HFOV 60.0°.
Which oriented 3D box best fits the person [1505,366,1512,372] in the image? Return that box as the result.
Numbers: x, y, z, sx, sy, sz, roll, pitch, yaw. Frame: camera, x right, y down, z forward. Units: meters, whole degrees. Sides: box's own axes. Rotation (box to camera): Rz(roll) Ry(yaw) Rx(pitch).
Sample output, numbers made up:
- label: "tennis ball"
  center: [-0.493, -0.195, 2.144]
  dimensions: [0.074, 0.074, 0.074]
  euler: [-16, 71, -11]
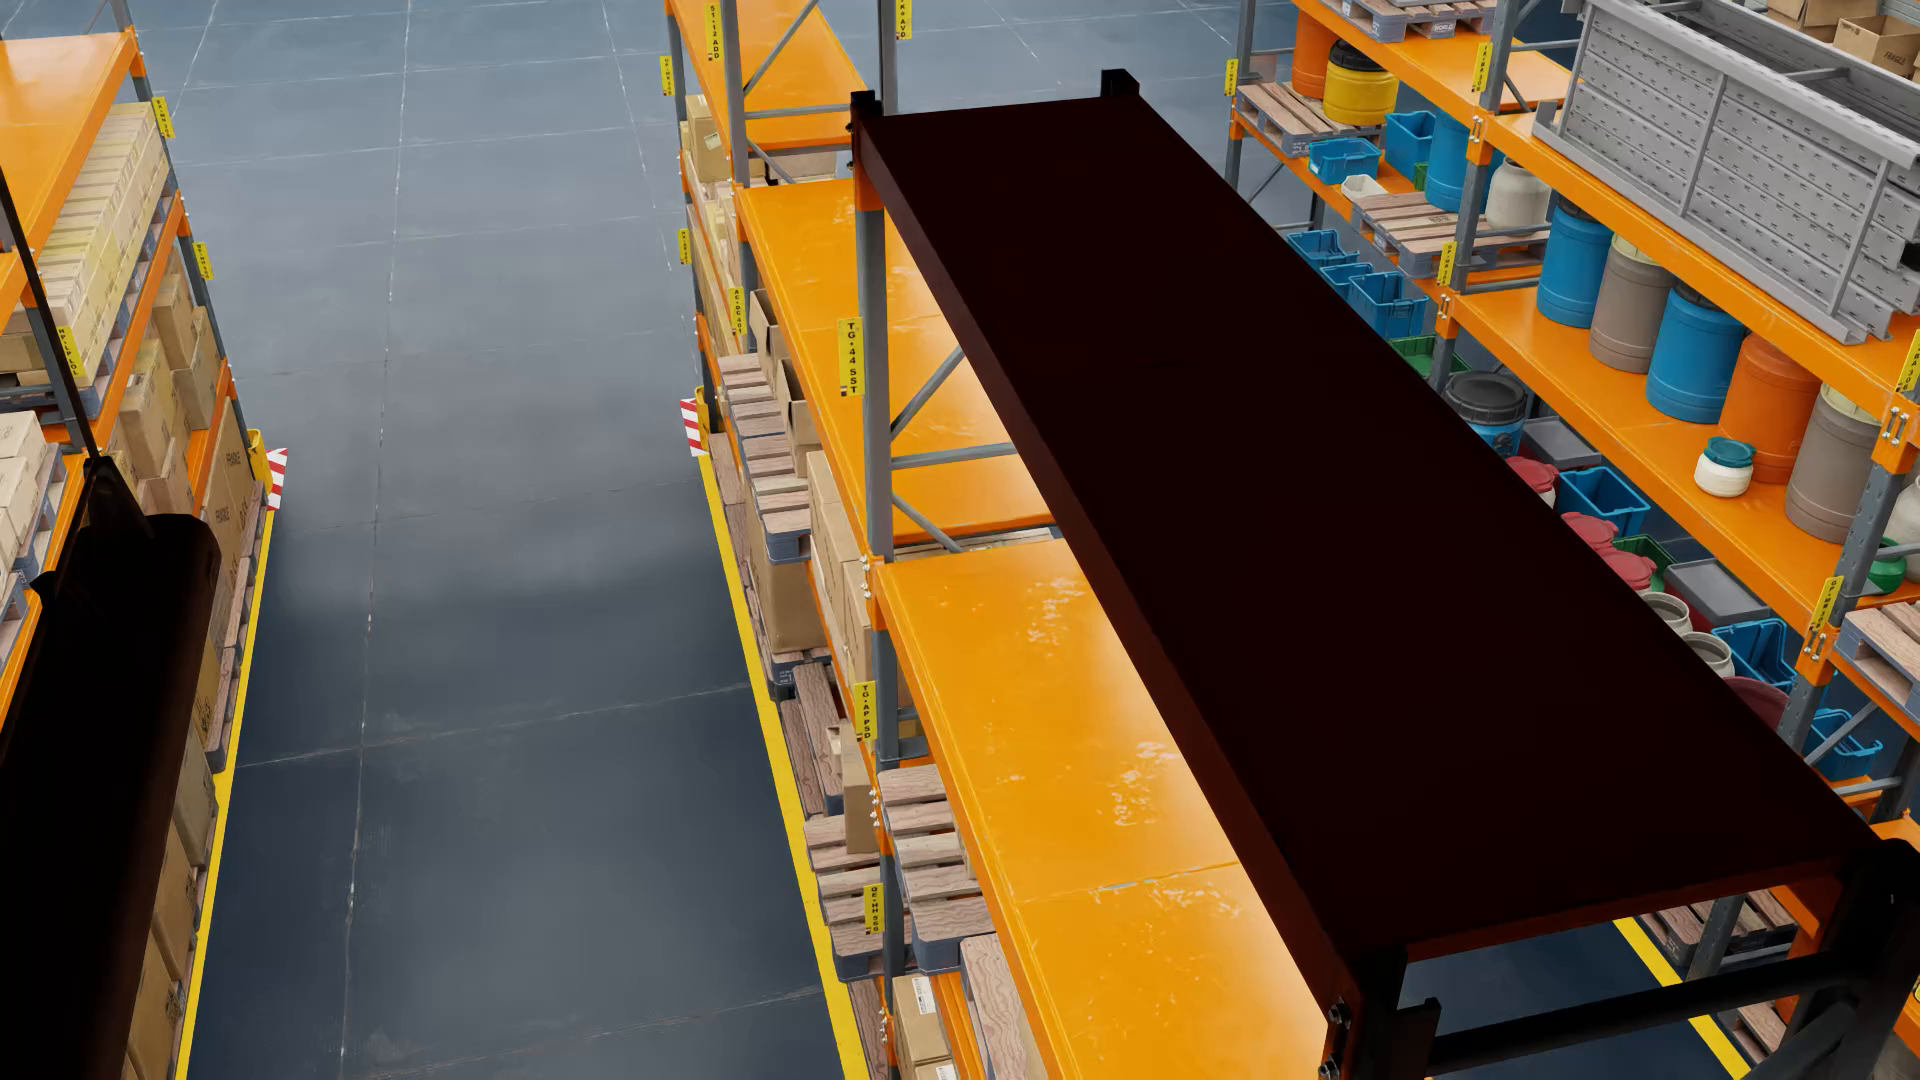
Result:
- label: "person"
  center: [5.735, -2.231, 15.823]
  dimensions: [0.858, 1.794, 0.604]
  euler: [16, 38, 22]
